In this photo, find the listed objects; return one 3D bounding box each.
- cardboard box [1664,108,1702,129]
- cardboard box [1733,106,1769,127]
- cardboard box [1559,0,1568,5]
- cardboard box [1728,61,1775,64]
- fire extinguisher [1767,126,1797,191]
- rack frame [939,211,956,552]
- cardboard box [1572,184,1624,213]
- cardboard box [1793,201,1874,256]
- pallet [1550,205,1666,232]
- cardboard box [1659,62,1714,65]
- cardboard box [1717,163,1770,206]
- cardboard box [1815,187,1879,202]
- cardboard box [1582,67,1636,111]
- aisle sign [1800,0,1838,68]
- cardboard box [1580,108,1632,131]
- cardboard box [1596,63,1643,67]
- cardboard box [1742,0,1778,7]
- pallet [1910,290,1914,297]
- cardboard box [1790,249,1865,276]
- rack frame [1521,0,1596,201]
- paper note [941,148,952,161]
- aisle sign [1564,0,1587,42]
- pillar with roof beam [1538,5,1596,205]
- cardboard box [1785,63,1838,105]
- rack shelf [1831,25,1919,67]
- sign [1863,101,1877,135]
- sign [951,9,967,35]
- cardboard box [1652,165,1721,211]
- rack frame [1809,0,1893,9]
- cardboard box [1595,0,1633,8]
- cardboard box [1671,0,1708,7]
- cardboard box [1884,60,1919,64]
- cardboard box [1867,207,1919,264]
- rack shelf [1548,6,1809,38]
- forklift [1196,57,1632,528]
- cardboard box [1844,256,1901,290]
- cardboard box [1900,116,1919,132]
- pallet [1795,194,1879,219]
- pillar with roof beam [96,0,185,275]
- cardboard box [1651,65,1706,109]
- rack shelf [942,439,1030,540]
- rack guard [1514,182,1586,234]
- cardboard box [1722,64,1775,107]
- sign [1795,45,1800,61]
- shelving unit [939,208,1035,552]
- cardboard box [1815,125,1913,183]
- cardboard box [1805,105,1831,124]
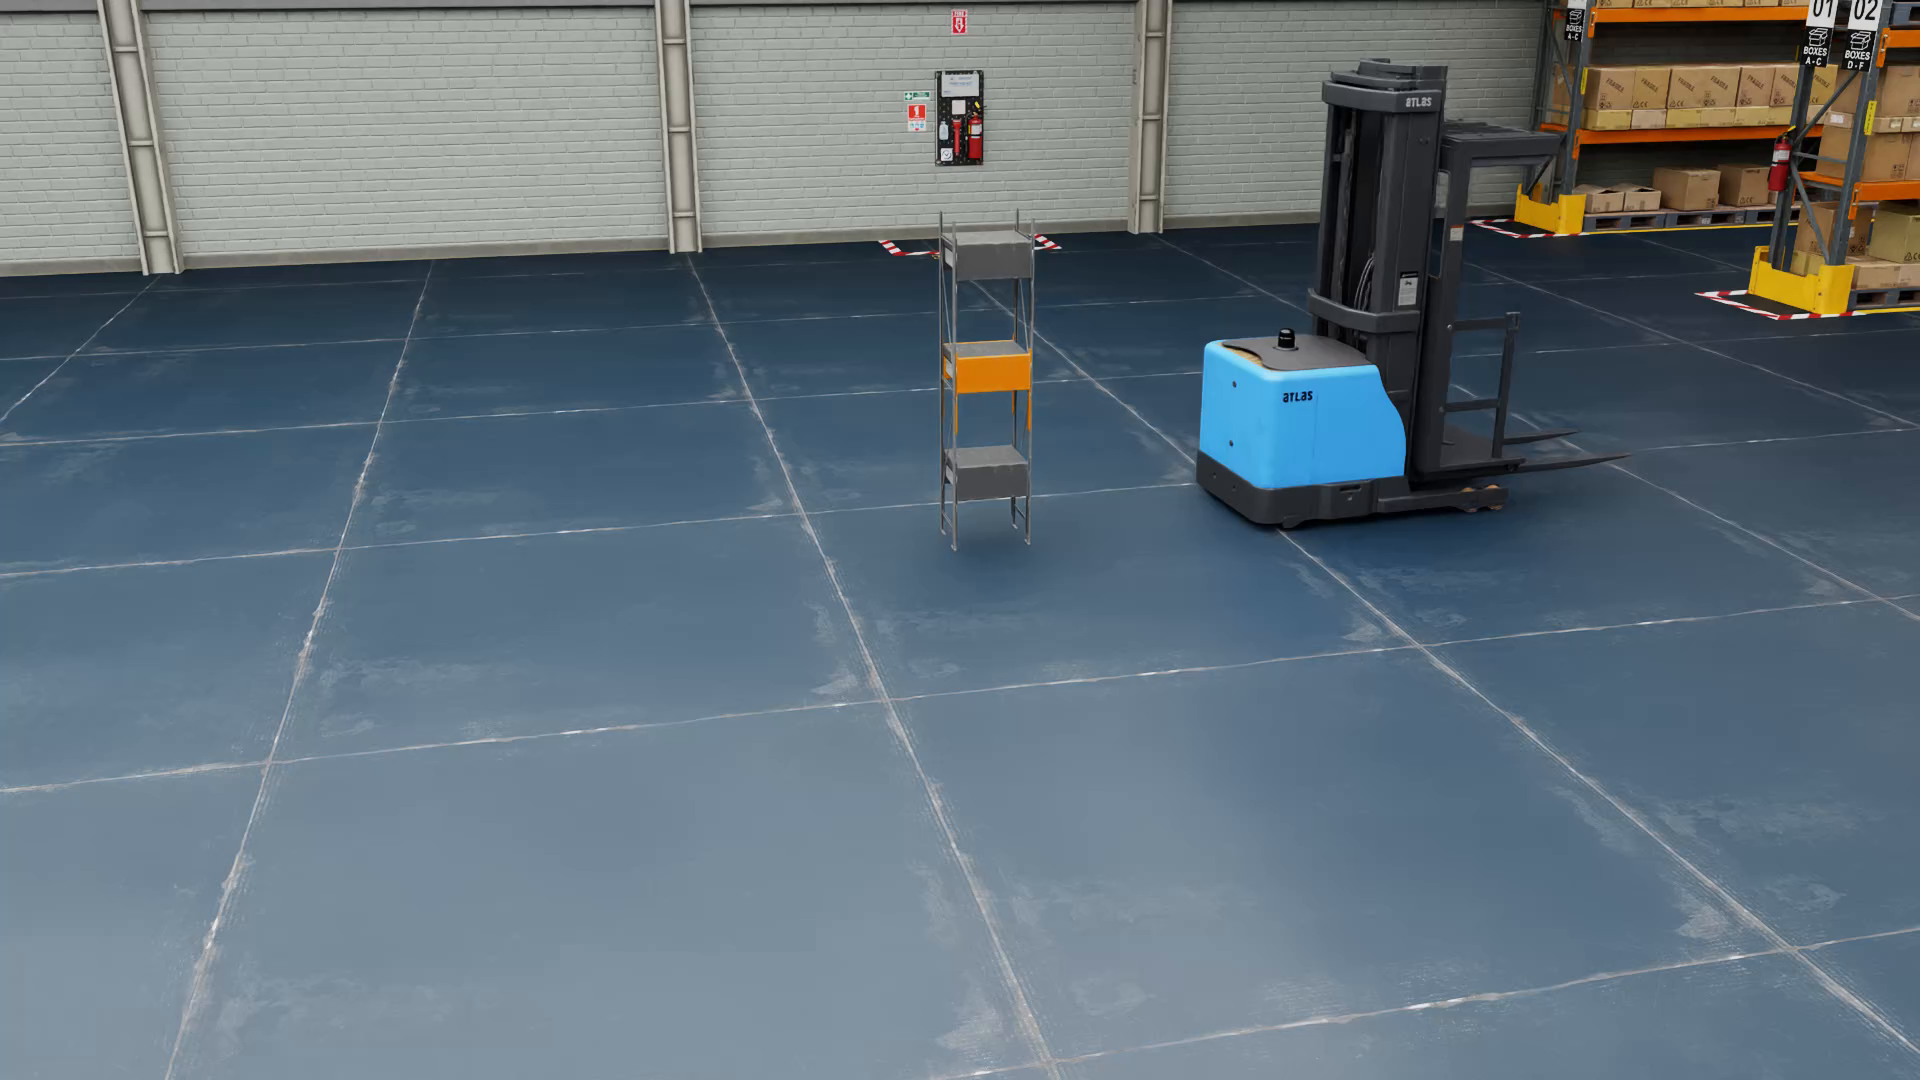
[{"bbox_3d":[9.339,-5.558,21.816,0.500,0.250,0.500,-5,21,-13],"label":"cardboard box"},{"bbox_3d":[10.321,-5.638,22.033,0.500,0.250,0.500,-5,21,-13],"label":"cardboard box"},{"bbox_3d":[8.140,-7.185,21.533,0.500,0.500,0.500,-3,20,-9],"label":"cardboard box"},{"bbox_3d":[10.675,-6.203,22.487,0.500,0.500,0.500,-5,21,-13],"label":"cardboard box"},{"bbox_3d":[8.713,-4.055,17.635,0.183,0.674,0.296,-5,21,-12],"label":"fire extinguisher"},{"bbox_3d":[-0.076,-0.980,10.436,0.015,2.100,0.400,-5,21,-12],"label":"rack frame"},{"bbox_3d":[8.486,-4.571,22.202,0.500,0.311,0.500,-7,21,-19],"label":"cardboard box"},{"bbox_3d":[9.389,-3.345,17.882,0.500,0.500,0.500,-5,21,-12],"label":"cardboard box"},{"bbox_3d":[8.664,-4.352,22.388,1.213,0.211,1.003,-5,21,-12],"label":"pallet"},{"bbox_3d":[9.686,-6.121,22.262,0.500,0.500,0.500,-4,21,-12],"label":"cardboard box"},{"bbox_3d":[10.684,-4.857,22.706,0.500,0.500,0.500,-6,21,-17],"label":"cardboard box"},{"bbox_3d":[12.397,-5.016,23.141,0.500,0.500,0.700,-4,20,-11],"label":"cardboard box"},{"bbox_3d":[8.326,-5.831,21.470,0.500,0.500,0.500,-5,21,-12],"label":"cardboard box"},{"bbox_3d":[8.804,-5.259,17.029,0.004,0.787,0.394,-5,21,-12],"label":"aisle sign"},{"bbox_3d":[8.340,-5.474,21.586,0.500,0.250,0.500,-5,21,-14],"label":"cardboard box"},{"bbox_3d":[8.694,-6.039,22.037,0.500,0.500,0.500,-4,21,-12],"label":"cardboard box"},{"bbox_3d":[10.224,-7.169,21.489,0.500,0.500,0.500,-5,21,-15],"label":"cardboard box"},{"bbox_3d":[10.855,-2.805,18.166,1.213,0.211,1.003,-5,21,-12],"label":"pallet"},{"bbox_3d":[9.389,-2.992,18.009,0.500,0.250,0.500,-5,21,-12],"label":"cardboard box"},{"bbox_3d":[7.792,-5.603,21.748,0.127,3.000,1.000,-5,21,-12],"label":"rack frame"},{"bbox_3d":[-0.167,-4.885,21.071,0.142,0.148,0.016,-5,21,-12],"label":"paper note"},{"bbox_3d":[7.791,-6.717,21.011,0.004,0.787,0.394,-5,21,-12],"label":"aisle sign"},{"bbox_3d":[9.265,-7.323,17.724,0.400,9.000,9.100,-5,21,-12],"label":"pillar with roof beam"},{"bbox_3d":[11.296,-6.069,22.121,0.500,0.500,0.500,-5,21,-13],"label":"cardboard box"},{"bbox_3d":[10.882,-5.174,17.262,4.000,0.370,1.077,-5,21,-12],"label":"rack shelf"},{"bbox_3d":[9.057,-4.202,16.551,0.005,0.325,0.100,-5,21,-12],"label":"sign"},{"bbox_3d":[-0.009,-6.411,20.585,0.199,0.298,0.001,-5,21,-12],"label":"sign"},{"bbox_3d":[9.766,-4.747,22.406,0.500,0.500,0.700,-6,21,-16],"label":"cardboard box"},{"bbox_3d":[8.935,-6.762,16.191,0.127,3.000,1.000,-5,21,-12],"label":"rack frame"},{"bbox_3d":[8.175,-7.010,21.055,0.500,0.500,0.500,-4,21,-11],"label":"cardboard box"},{"bbox_3d":[9.210,-7.083,21.255,0.500,0.500,0.500,-4,20,-10],"label":"cardboard box"},{"bbox_3d":[9.955,-4.681,17.201,0.500,0.500,0.700,-5,21,-14],"label":"cardboard box"},{"bbox_3d":[9.995,-3.211,17.517,0.500,0.500,0.500,-5,21,-12],"label":"cardboard box"},{"bbox_3d":[9.738,-6.832,21.788,4.000,0.370,1.077,-5,21,-12],"label":"rack shelf"},{"bbox_3d":[3.238,-1.729,11.274,3.031,2.935,1.130,-6,21,-16],"label":"forklift"},{"bbox_3d":[9.508,-2.819,17.536,0.500,0.250,0.500,-5,21,-12],"label":"cardboard box"},{"bbox_3d":[9.623,-4.277,17.041,0.250,0.149,0.380,-5,21,-14],"label":"cardboard box"},{"bbox_3d":[12.442,-4.672,23.262,1.213,0.211,1.003,-5,21,-12],"label":"pallet"},{"bbox_3d":[-8.252,-5.899,13.835,0.400,9.000,9.100,-5,21,-12],"label":"pillar with roof beam"},{"bbox_3d":[9.313,-5.905,21.674,0.500,0.500,0.500,-5,21,-14],"label":"cardboard box"},{"bbox_3d":[0.161,-0.329,10.735,0.480,0.518,0.431,-5,21,-12],"label":"rack shelf"},{"bbox_3d":[7.866,-4.435,22.195,0.348,0.500,1.175,-5,21,-12],"label":"rack guard"},{"bbox_3d":[10.319,-5.992,21.909,0.500,0.500,0.500,-5,21,-14],"label":"cardboard box"},{"bbox_3d":[11.553,-6.648,22.920,0.005,0.325,0.100,-5,21,-12],"label":"sign"},{"bbox_3d":[0.161,-0.999,10.489,0.503,2.100,0.431,-5,21,-12],"label":"shelving unit"},{"bbox_3d":[9.393,-4.024,17.294,0.500,0.500,0.700,-5,21,-12],"label":"cardboard box"},{"bbox_3d":[11.293,-5.719,22.256,0.500,0.250,0.500,-5,21,-12],"label":"cardboard box"}]
